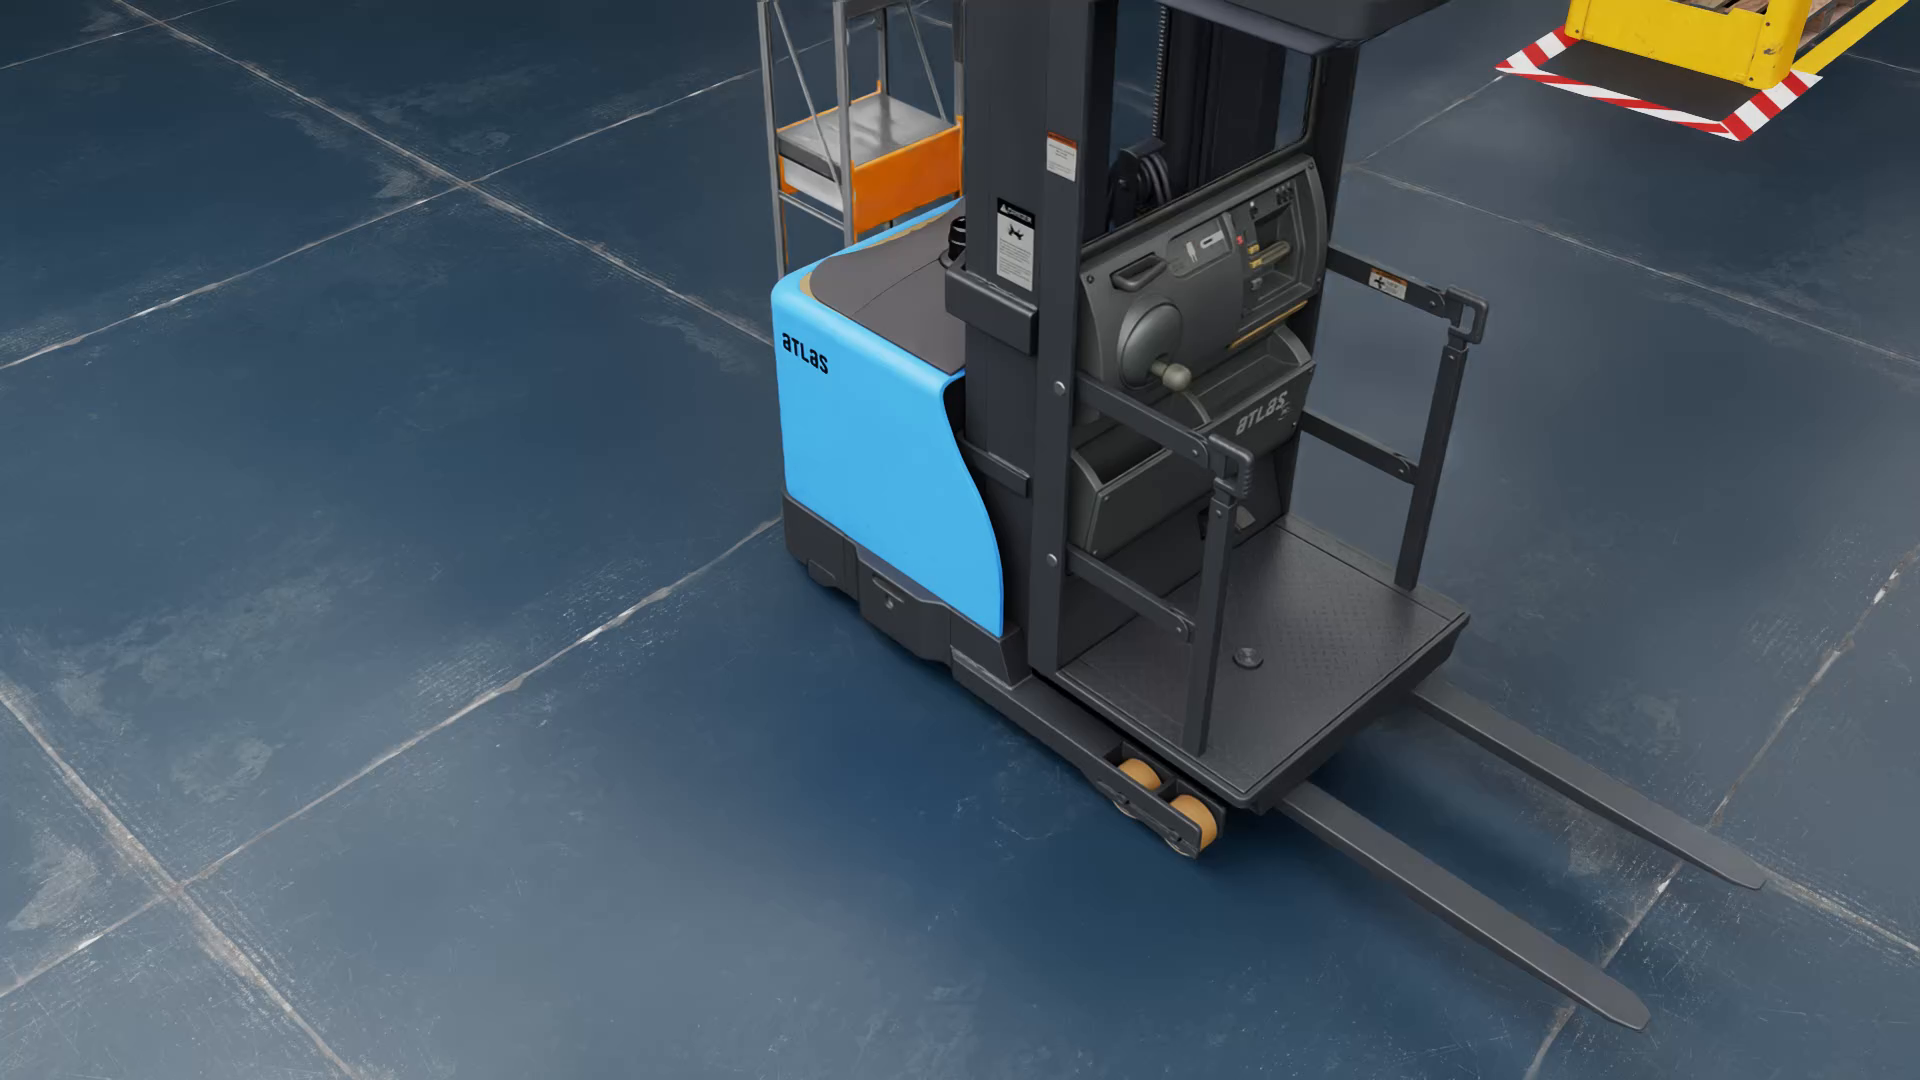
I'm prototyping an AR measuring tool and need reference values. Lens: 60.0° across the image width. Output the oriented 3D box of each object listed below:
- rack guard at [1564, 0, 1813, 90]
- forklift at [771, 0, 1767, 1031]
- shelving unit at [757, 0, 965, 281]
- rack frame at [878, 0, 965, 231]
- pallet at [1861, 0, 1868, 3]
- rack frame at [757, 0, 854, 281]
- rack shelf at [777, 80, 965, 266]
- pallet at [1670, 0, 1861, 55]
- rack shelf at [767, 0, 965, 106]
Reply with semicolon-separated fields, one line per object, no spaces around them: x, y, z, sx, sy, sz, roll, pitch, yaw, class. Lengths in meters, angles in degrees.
3.907;-2.865;8.951;1.175;0.500;0.348;30;47;32;rack guard
0.797;-0.634;4.192;1.130;2.935;3.031;-31;48;-33;forklift
-0.304;-1.170;5.535;0.503;2.100;0.431;-31;48;-33;shelving unit
-0.129;-1.276;5.668;0.015;2.100;0.400;-31;48;-33;rack frame
5.282;-3.680;10.209;1.003;0.211;1.213;30;47;32;pallet
-0.480;-1.065;5.402;0.015;2.100;0.400;-31;48;-33;rack frame
-0.304;-1.160;5.543;0.480;0.518;0.431;-31;48;-33;rack shelf
4.459;-3.123;9.507;1.003;0.211;1.213;30;47;32;pallet
-0.304;-1.708;5.108;0.480;0.518;0.431;-31;48;-33;rack shelf
